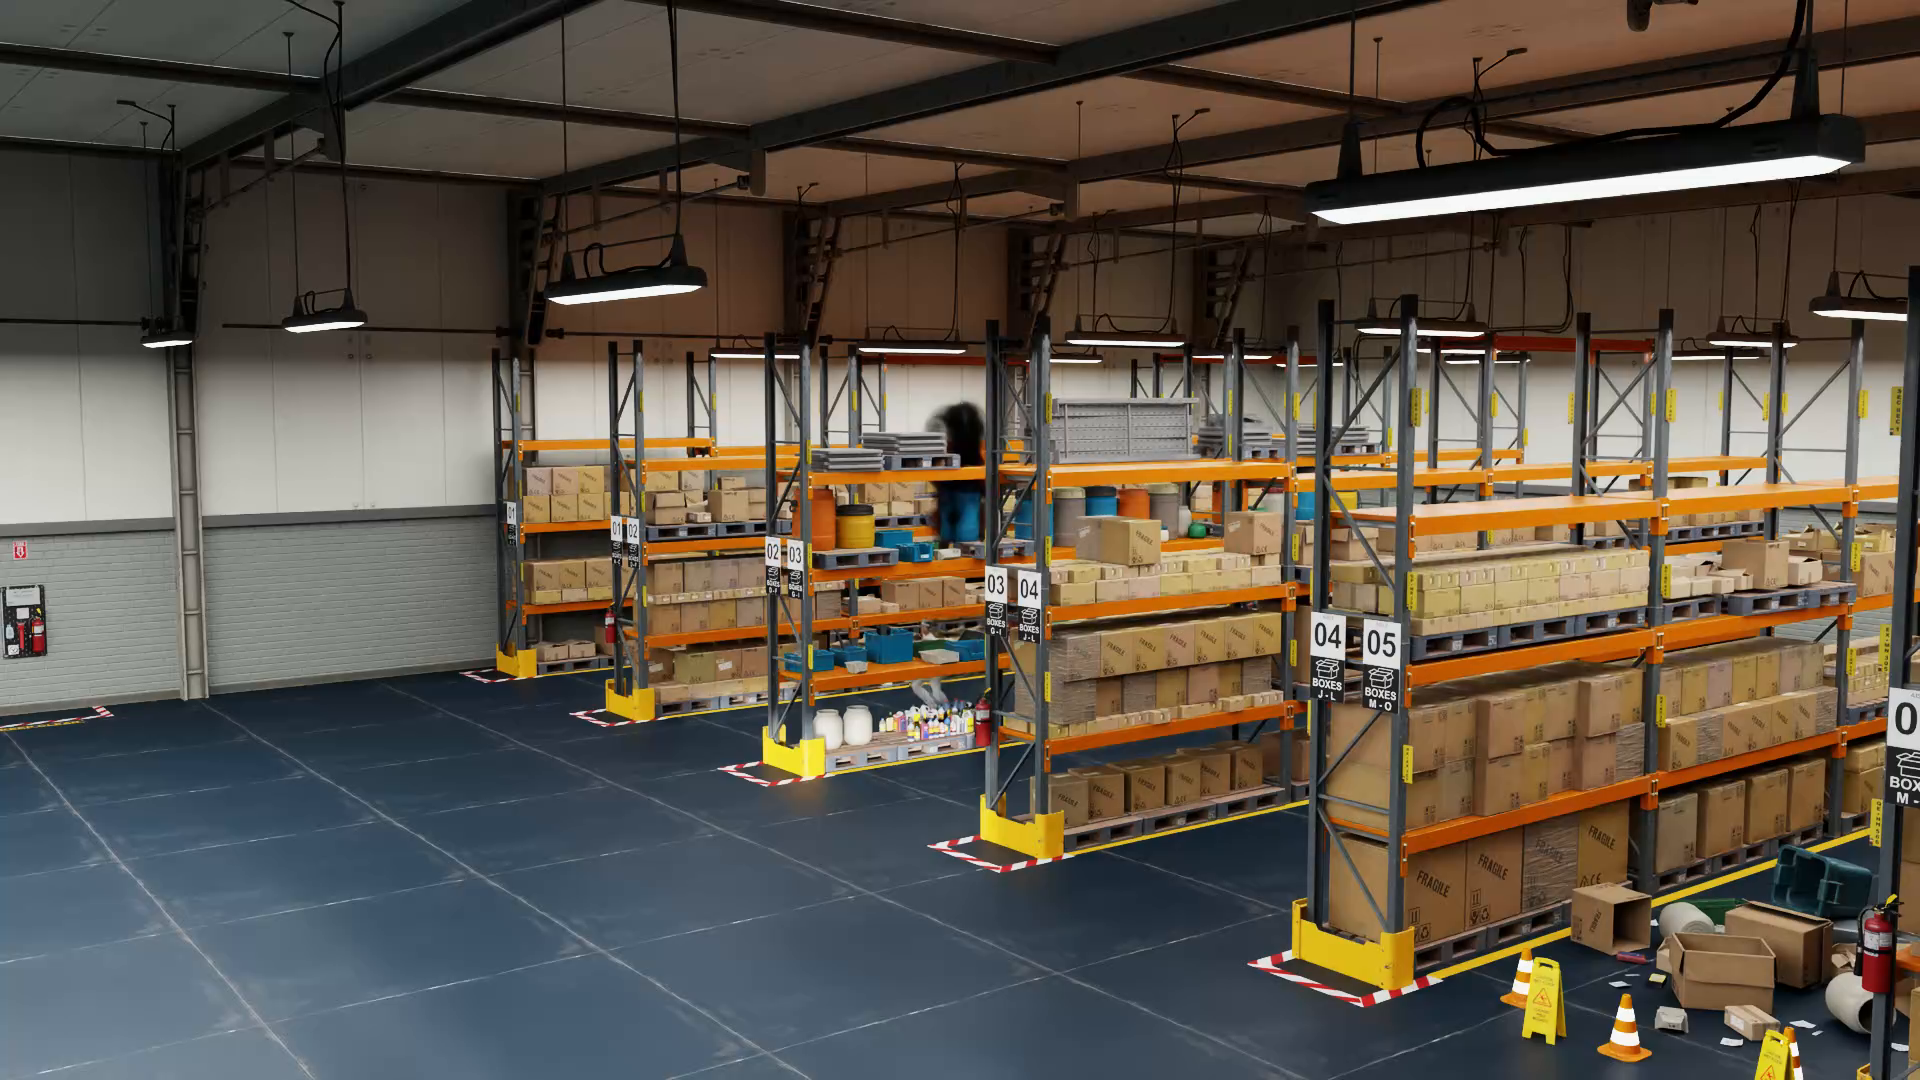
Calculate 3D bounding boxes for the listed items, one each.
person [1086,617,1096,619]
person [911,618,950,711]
[{"bbox_3d":[2.103,1.720,29.206,0.688,1.791,0.765,4,7,41],"label":"person"},{"bbox_3d":[-0.450,2.036,26.380,0.732,1.620,0.621,-2,5,-21],"label":"person"}]
